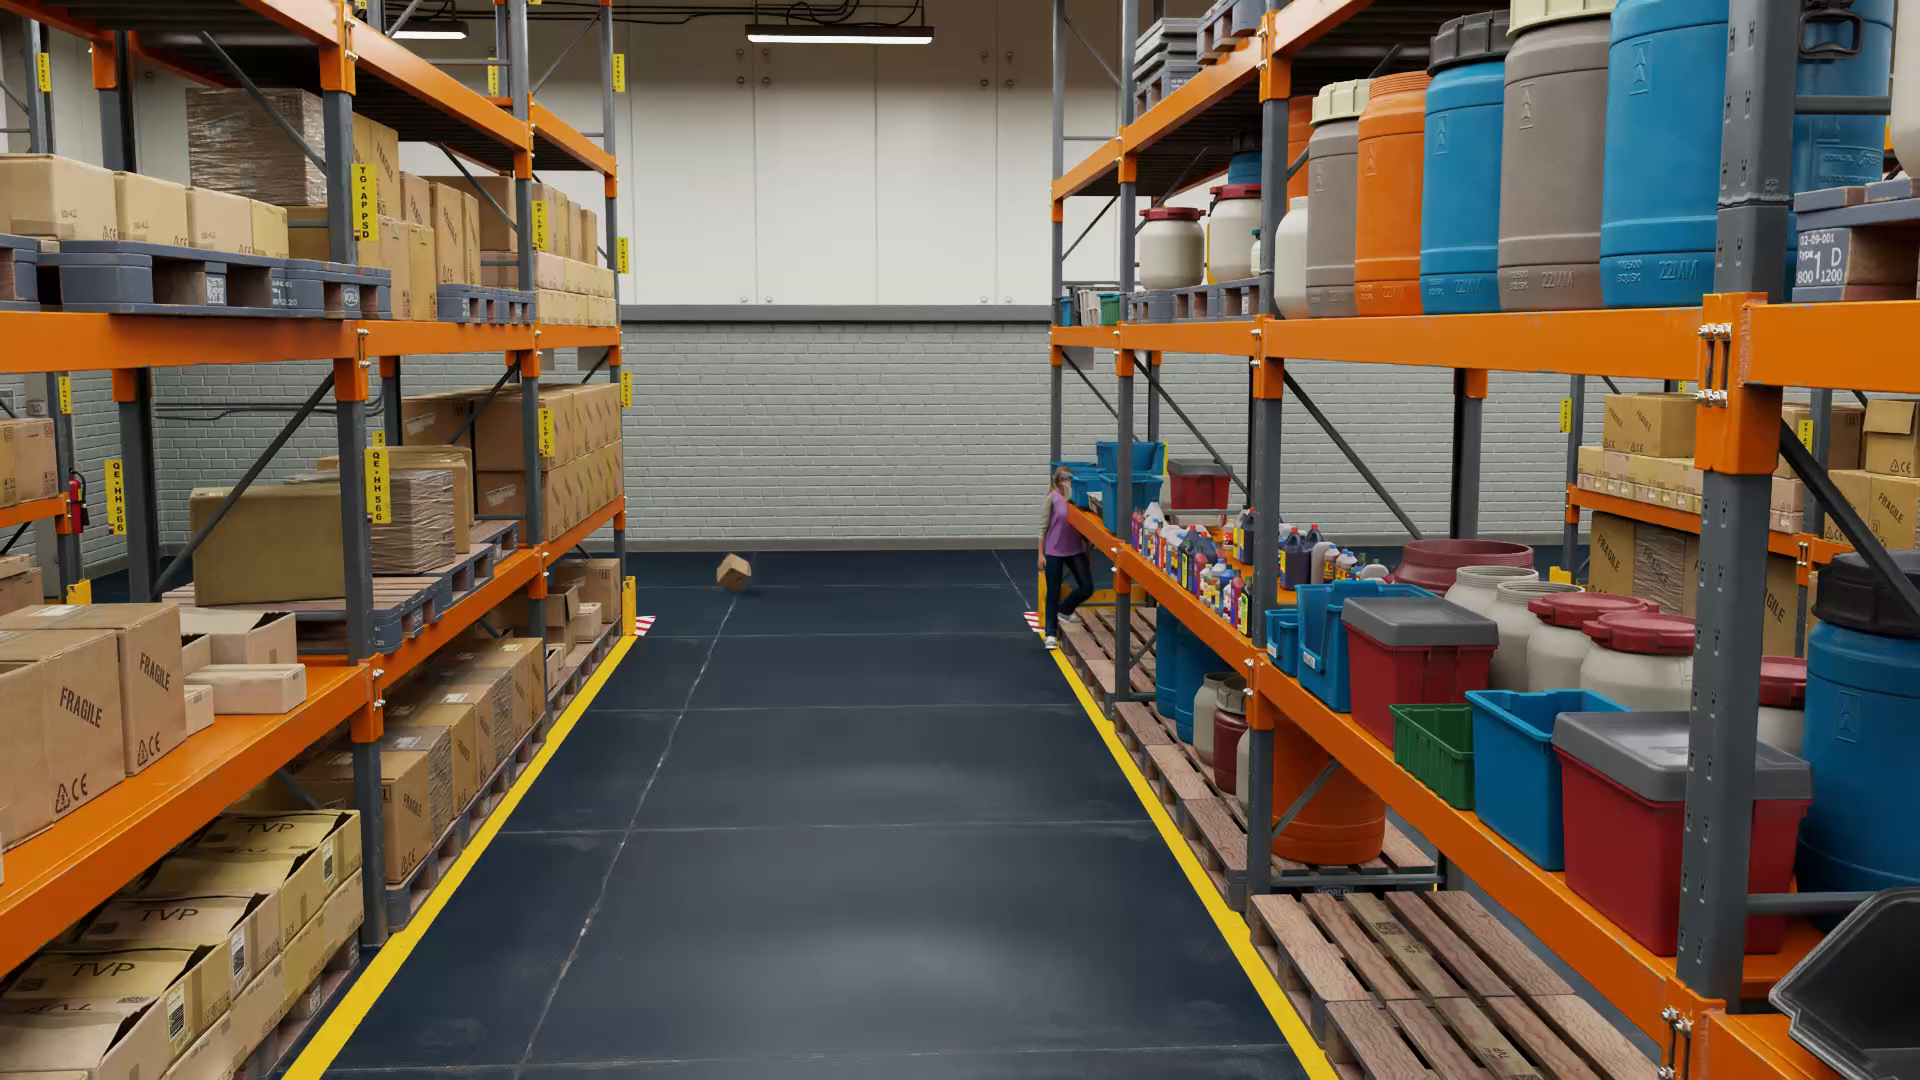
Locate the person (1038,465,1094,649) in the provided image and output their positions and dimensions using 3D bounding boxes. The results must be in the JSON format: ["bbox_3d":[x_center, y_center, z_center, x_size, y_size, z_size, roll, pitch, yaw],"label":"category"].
[{"bbox_3d":[0.907,0.140,14.557,0.483,1.601,0.433,-2,7,-16],"label":"person"}]
